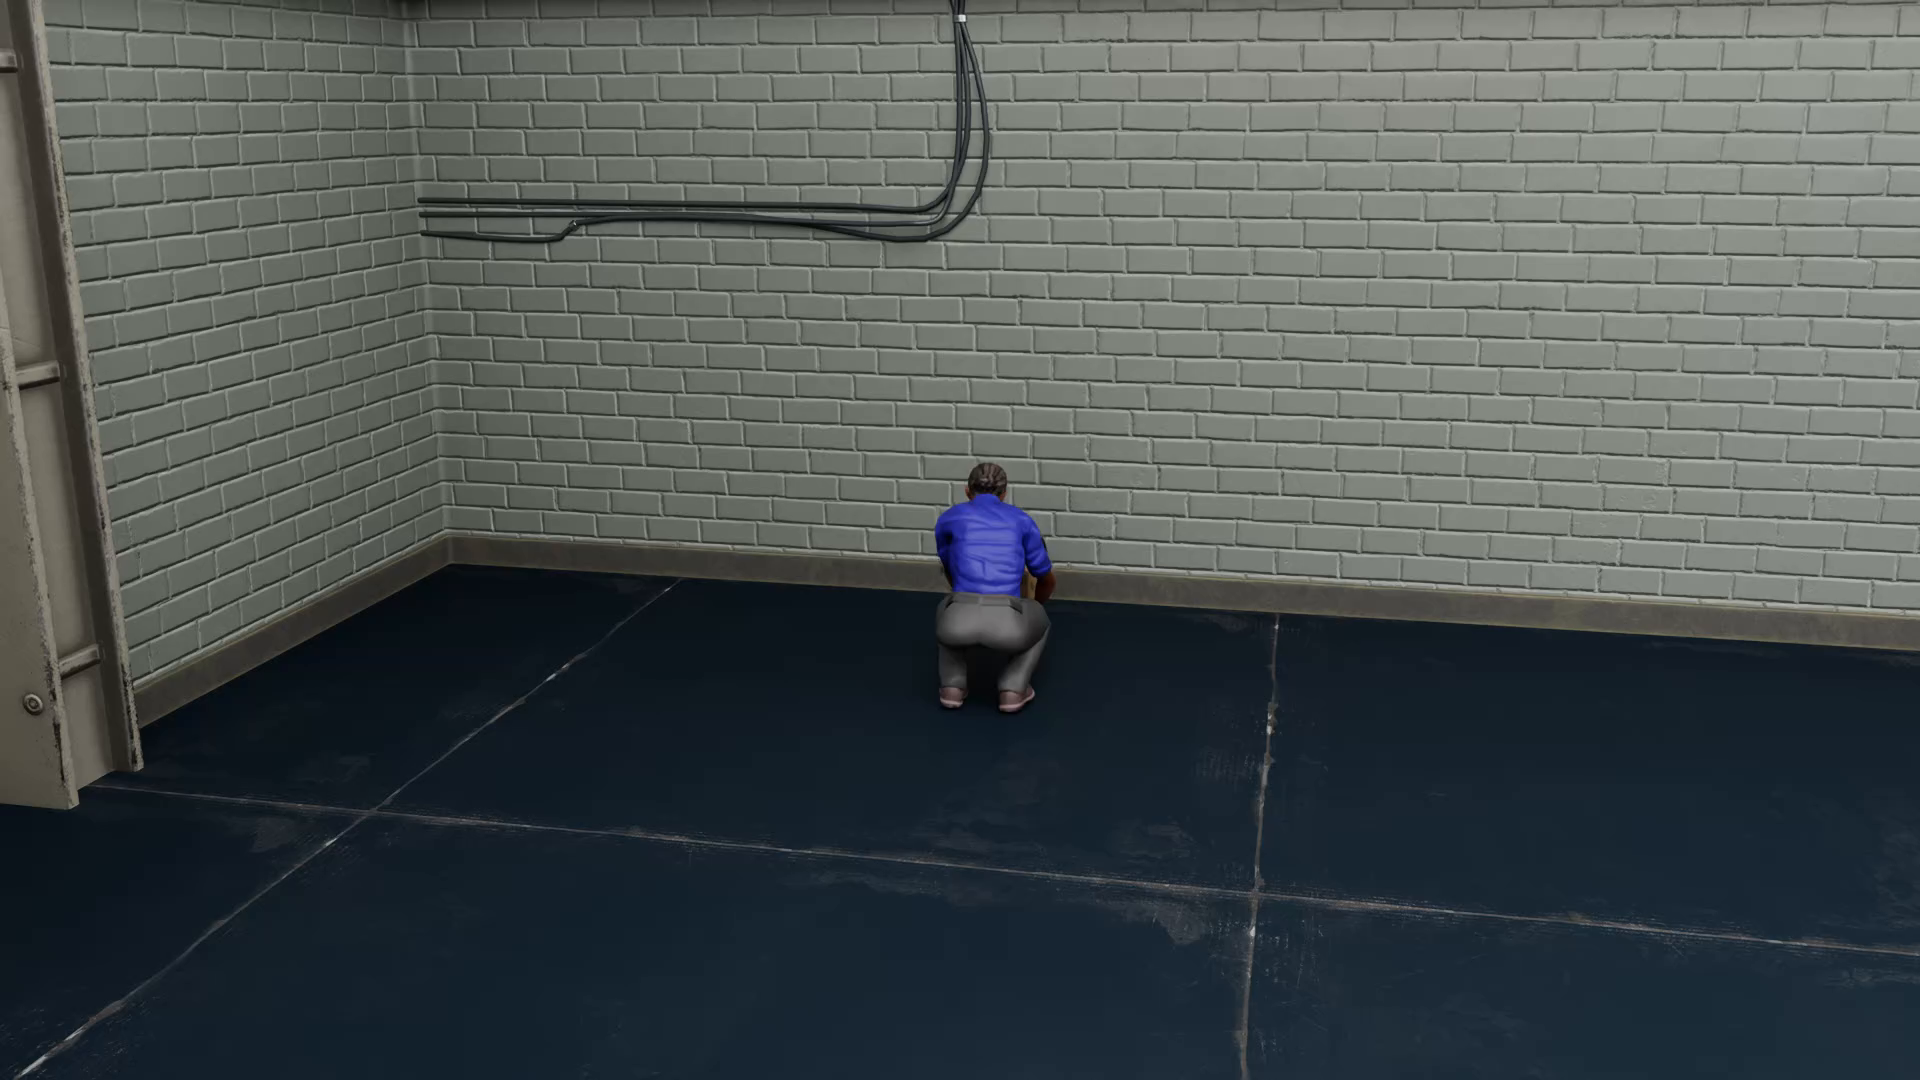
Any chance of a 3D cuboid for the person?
[{"bbox_3d":[0.131,0.178,6.817,0.489,0.925,0.826,3,15,11],"label":"person"}]
